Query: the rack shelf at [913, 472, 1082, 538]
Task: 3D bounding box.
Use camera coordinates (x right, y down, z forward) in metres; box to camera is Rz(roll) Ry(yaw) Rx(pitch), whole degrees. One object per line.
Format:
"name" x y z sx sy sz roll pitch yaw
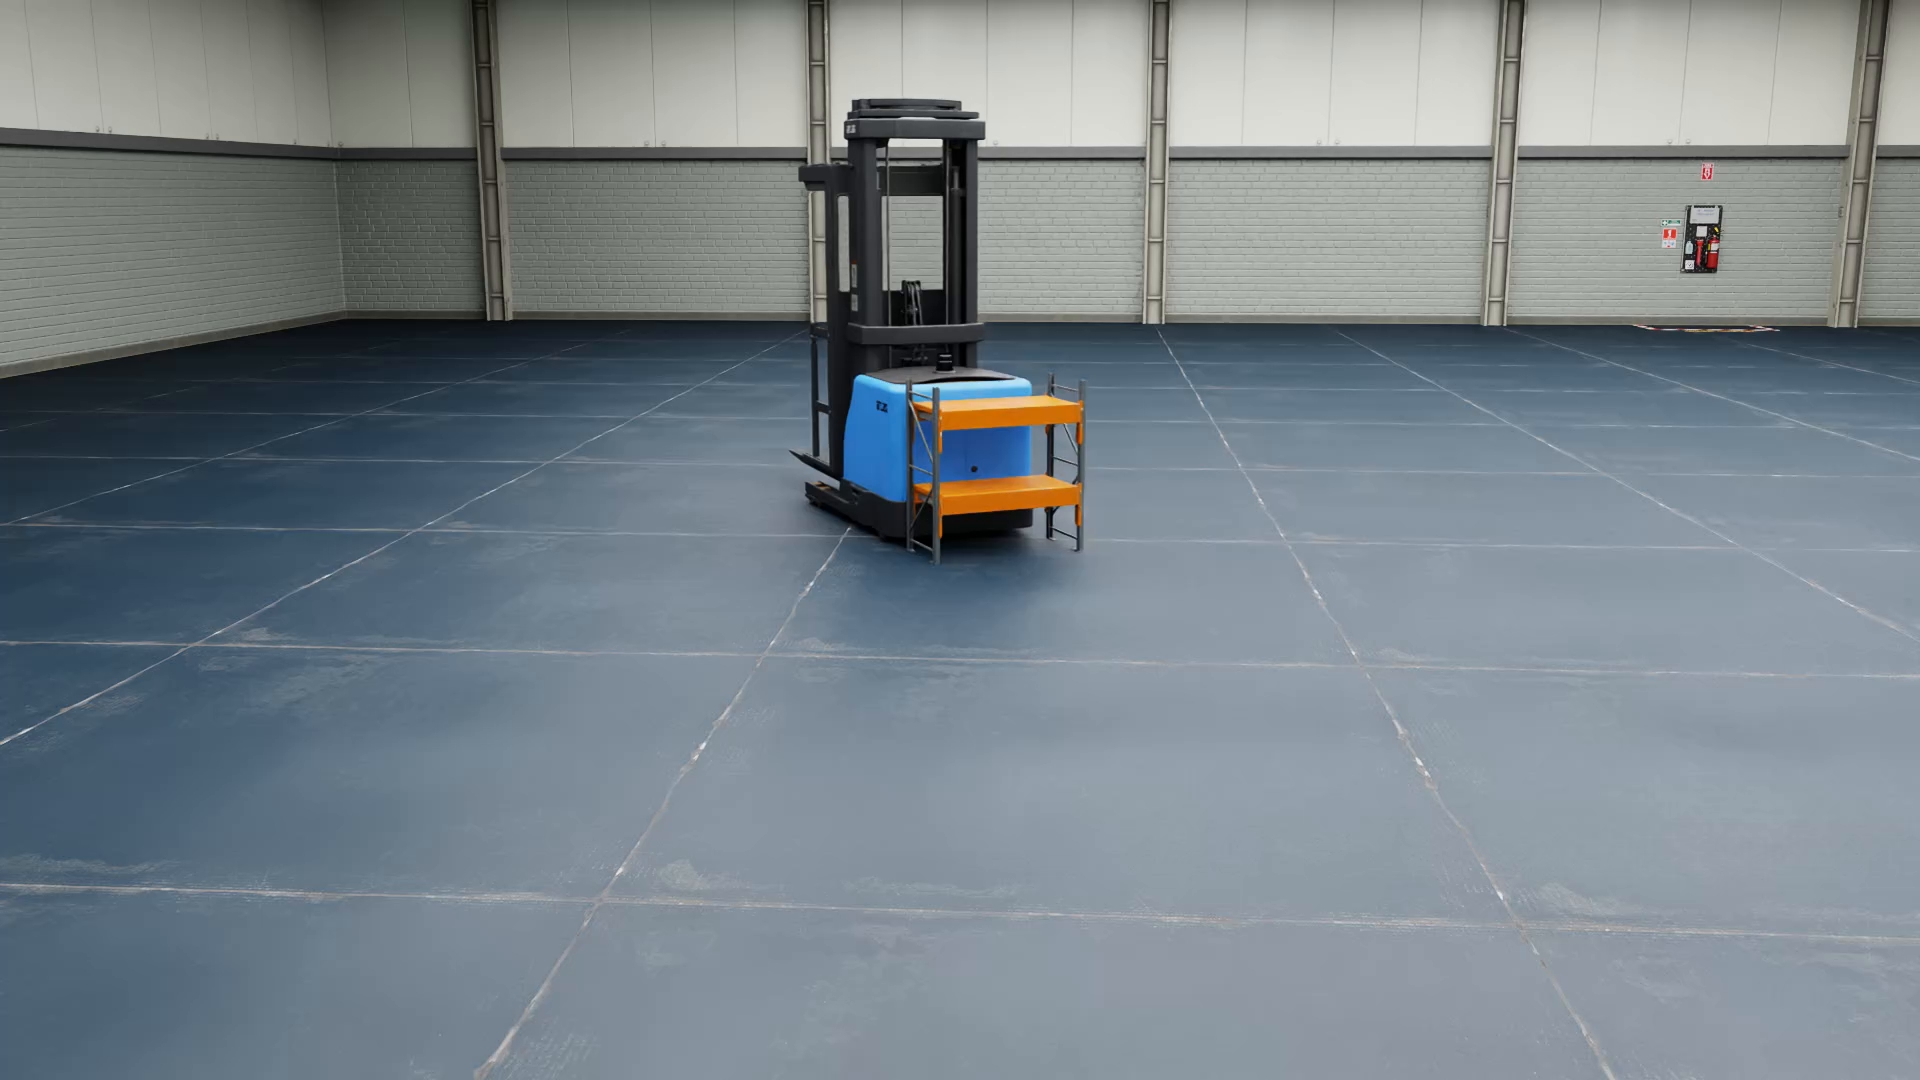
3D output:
"rack shelf" 0.230 -0.239 10.858 1.000 0.278 0.538 -5 13 -23

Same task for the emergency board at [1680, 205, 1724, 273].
"emergency board" 12.989 -5.249 29.033 0.643 1.169 0.194 1 12 4

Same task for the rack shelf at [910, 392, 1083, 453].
"rack shelf" 0.230 -0.765 10.748 1.000 0.278 0.538 -5 13 -23

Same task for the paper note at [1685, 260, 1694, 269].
"paper note" 12.817 -4.834 29.202 0.142 0.148 0.016 1 12 4

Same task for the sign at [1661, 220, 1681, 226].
"sign" 12.448 -5.552 29.103 0.331 0.109 0.001 1 12 4

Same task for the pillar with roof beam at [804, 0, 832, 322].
"pillar with roof beam" -2.796 -7.510 25.193 0.400 9.000 9.100 1 12 4

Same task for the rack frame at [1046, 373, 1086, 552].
"rack frame" 0.698 -0.519 11.002 0.032 1.125 0.500 -5 13 -23

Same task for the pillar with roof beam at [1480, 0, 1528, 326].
"pillar with roof beam" 9.177 -7.346 24.408 0.400 9.000 9.100 1 12 4

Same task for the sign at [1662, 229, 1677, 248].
"sign" 12.444 -5.295 29.166 0.234 0.329 0.001 1 12 4

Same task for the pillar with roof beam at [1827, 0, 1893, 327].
"pillar with roof beam" 15.164 -7.264 24.015 0.400 9.000 9.100 1 12 4

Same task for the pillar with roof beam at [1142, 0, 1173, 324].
"pillar with roof beam" 3.191 -7.428 24.800 0.400 9.000 9.100 1 12 4

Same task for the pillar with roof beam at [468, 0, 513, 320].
"pillar with roof beam" -8.782 -7.592 25.585 0.400 9.000 9.100 1 12 4

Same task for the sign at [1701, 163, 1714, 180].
"sign" 12.987 -6.404 28.893 0.199 0.298 0.001 1 12 4

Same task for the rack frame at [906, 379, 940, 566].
"rack frame" -0.238 -0.438 10.613 0.032 1.125 0.500 -5 13 -23

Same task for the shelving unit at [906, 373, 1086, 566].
"shelving unit" 0.230 -0.478 10.808 1.048 1.125 0.538 -5 13 -23

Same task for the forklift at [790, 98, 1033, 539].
"forklift" -0.524 -1.700 12.236 1.130 2.935 3.031 -5 13 -22
